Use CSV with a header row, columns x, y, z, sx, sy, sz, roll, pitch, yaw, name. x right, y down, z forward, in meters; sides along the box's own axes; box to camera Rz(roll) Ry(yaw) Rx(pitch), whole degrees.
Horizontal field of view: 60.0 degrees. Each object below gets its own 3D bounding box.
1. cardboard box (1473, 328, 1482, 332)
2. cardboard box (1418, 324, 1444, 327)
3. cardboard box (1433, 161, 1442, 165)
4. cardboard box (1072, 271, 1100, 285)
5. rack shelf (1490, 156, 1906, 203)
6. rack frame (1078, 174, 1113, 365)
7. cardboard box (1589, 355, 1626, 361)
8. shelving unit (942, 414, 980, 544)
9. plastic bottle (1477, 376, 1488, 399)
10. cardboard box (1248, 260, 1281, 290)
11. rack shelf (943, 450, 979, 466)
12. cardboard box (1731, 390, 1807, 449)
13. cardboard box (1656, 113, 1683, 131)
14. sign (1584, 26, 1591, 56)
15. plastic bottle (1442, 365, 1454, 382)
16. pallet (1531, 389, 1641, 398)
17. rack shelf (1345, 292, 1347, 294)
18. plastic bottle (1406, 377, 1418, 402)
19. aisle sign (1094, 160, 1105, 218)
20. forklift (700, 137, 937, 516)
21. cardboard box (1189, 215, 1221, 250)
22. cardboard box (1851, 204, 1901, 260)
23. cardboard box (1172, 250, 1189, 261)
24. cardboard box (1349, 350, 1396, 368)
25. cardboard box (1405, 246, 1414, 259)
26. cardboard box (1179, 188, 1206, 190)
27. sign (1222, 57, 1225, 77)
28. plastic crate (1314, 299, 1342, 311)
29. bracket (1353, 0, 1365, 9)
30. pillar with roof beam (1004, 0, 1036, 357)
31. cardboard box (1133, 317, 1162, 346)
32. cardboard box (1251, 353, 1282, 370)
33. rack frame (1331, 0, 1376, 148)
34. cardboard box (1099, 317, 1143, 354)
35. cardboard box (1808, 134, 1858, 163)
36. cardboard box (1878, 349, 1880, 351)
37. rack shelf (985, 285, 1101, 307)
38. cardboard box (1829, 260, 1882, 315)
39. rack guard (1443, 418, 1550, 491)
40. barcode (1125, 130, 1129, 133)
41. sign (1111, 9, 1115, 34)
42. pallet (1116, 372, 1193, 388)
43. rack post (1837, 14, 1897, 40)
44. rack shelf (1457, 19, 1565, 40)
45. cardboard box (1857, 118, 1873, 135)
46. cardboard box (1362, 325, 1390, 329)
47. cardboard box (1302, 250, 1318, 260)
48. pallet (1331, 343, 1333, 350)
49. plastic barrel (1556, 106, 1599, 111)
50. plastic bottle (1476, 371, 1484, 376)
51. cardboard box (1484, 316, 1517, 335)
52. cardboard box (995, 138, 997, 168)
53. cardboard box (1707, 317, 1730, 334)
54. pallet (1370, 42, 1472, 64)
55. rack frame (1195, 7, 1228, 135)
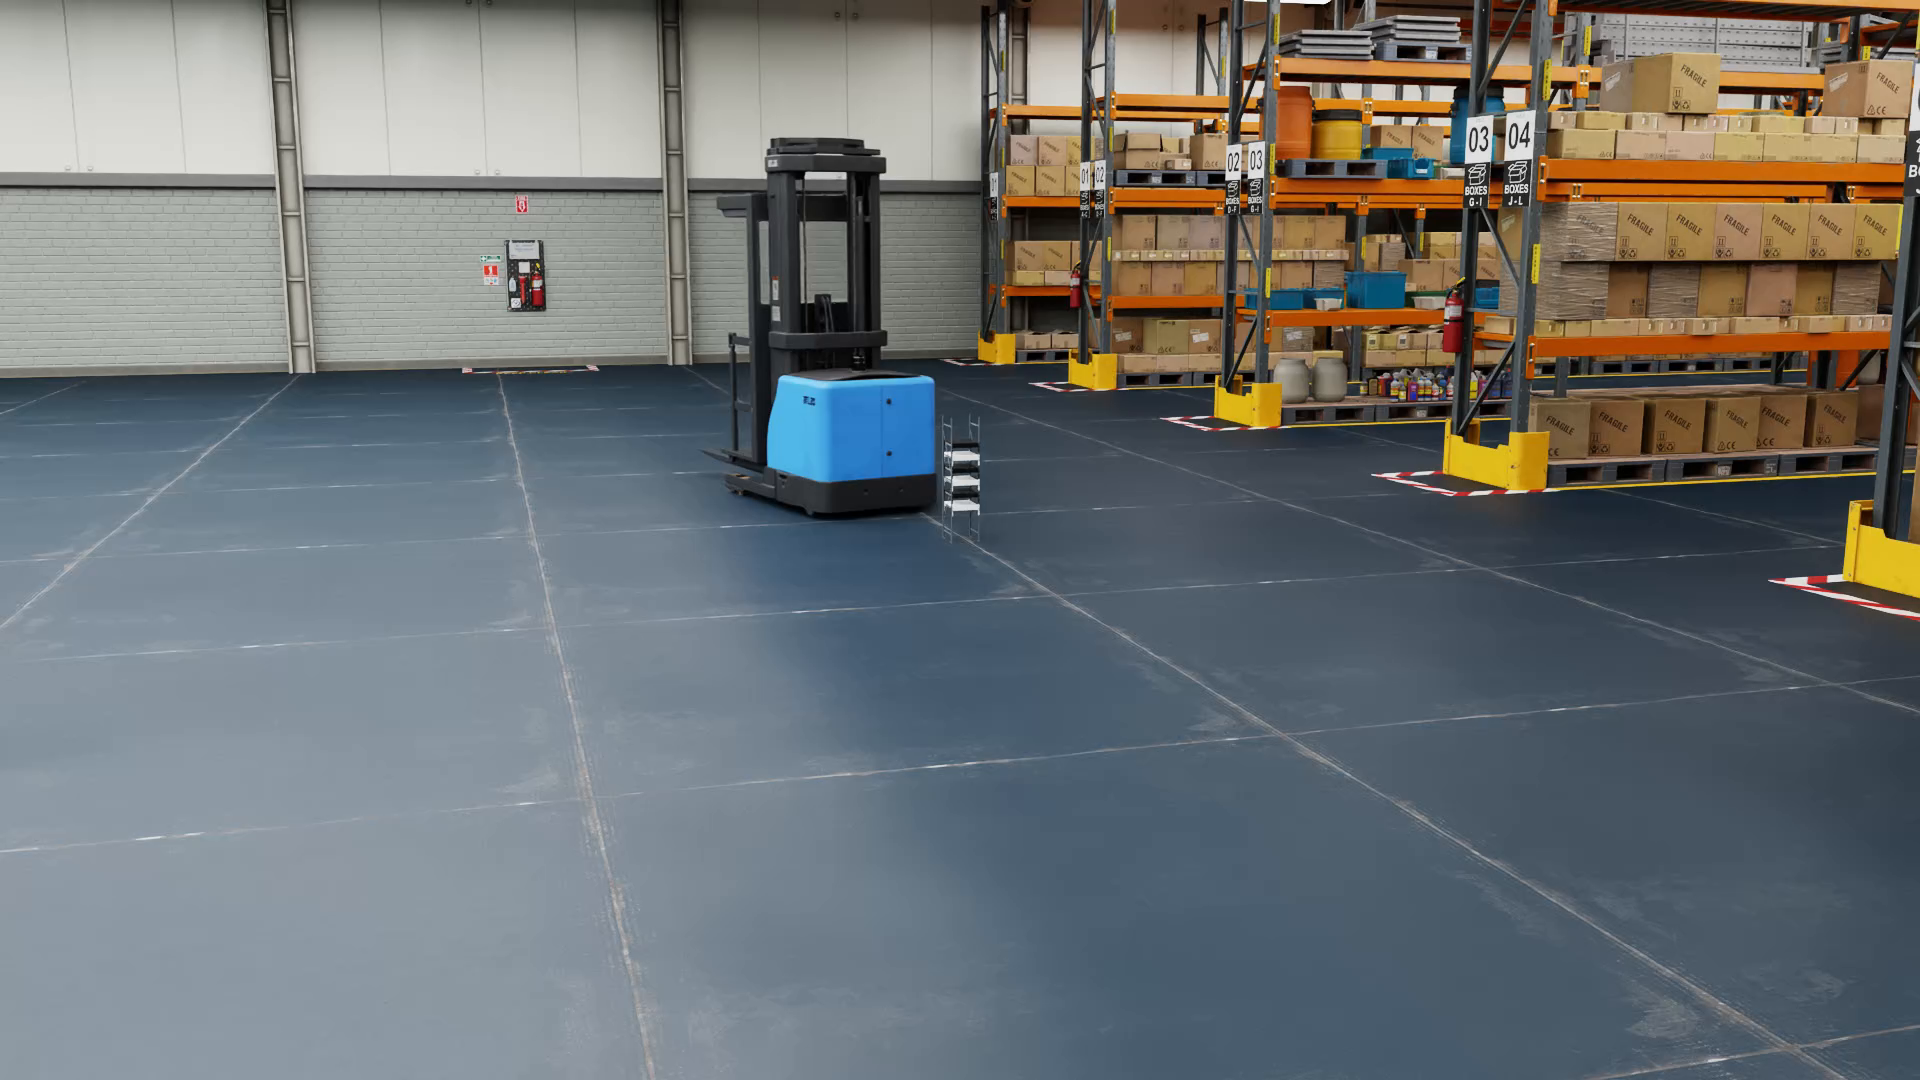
x,y,z,sx,sy,sz,roll,pitch,yaw,name
7.733,-3.115,25.568,0.500,0.311,0.500,-3,11,-14,cardboard box
8.986,-4.157,31.117,0.750,0.750,0.750,-3,11,-17,cardboard box
6.911,-5.595,25.124,0.500,0.250,0.500,-4,11,-21,cardboard box
2.104,-4.547,28.820,0.500,0.250,0.500,-3,11,-17,cardboard box
6.636,-3.227,14.995,4.000,0.370,1.077,-3,11,-16,rack shelf
1.950,-3.727,24.007,0.127,3.000,1.000,-3,11,-16,rack frame
10.148,-3.092,26.247,0.500,0.500,0.500,-3,11,-14,cardboard box
0.008,-0.443,11.967,0.210,0.900,0.258,-3,11,-16,shelving unit
6.305,-1.841,20.048,0.133,0.283,0.061,-2,11,-12,plastic bottle
4.379,-3.903,24.684,0.500,0.500,0.700,-3,11,-15,cardboard box
0.008,-0.587,11.941,0.200,0.077,0.258,-3,11,-16,rack shelf
7.613,-1.141,15.702,0.500,0.500,0.500,0,10,2,cardboard box
6.044,-3.619,14.451,0.250,0.149,0.380,-3,11,-16,cardboard box
7.315,-5.820,19.381,0.005,0.325,0.100,-3,11,-16,sign
6.099,-2.004,20.746,0.185,0.351,0.144,-4,11,-18,plastic bottle
7.915,-1.743,20.933,1.213,0.211,1.003,-3,11,-16,pallet
7.711,-3.677,25.721,4.000,0.370,1.077,-3,11,-16,rack shelf
5.381,-1.792,19.783,0.133,0.283,0.061,-3,11,-15,plastic bottle
1.973,-4.949,23.464,0.004,0.787,0.394,-3,11,-16,aisle sign
-1.359,-1.855,14.025,1.130,2.935,3.031,-6,12,-30,forklift
3.440,-4.492,24.300,0.500,0.500,0.700,-3,11,-16,cardboard box
8.201,-2.824,15.241,0.500,0.500,0.500,-3,11,-16,cardboard box
3.122,-4.116,24.053,0.250,0.149,0.380,-3,11,-17,cardboard box
6.247,-2.761,25.194,0.500,0.250,0.500,-3,11,-17,cardboard box
8.623,-5.268,31.223,0.500,0.500,0.500,-3,11,-16,cardboard box
3.984,-6.256,29.127,0.500,0.500,0.500,-3,11,-14,cardboard box
4.536,-8.144,28.630,0.005,0.325,0.100,-3,11,-16,sign
4.280,-2.725,19.294,0.250,0.136,0.298,-3,11,-16,plastic crate
7.251,-9.757,30.252,0.430,0.232,0.235,-3,11,-16,bracket
2.195,-6.976,25.084,0.548,9.000,9.100,-3,11,-16,pillar with roof beam
3.417,-3.718,29.646,0.500,0.500,0.500,-4,11,-20,cardboard box
4.448,-2.671,24.704,0.500,0.250,0.500,-3,11,-16,cardboard box
5.791,-6.880,24.563,0.127,3.000,1.000,-3,11,-16,rack frame
2.382,-3.029,24.578,0.500,0.500,0.500,-3,11,-16,cardboard box
7.687,-3.516,14.987,0.500,0.250,0.500,-3,11,-15,cardboard box
15.274,-3.419,28.013,0.637,0.503,0.797,-3,11,-16,cardboard box
2.482,-4.335,29.298,4.000,0.370,1.077,-3,11,-16,rack shelf
8.106,-2.391,15.650,0.500,0.500,0.875,-3,11,-16,cardboard box
4.788,-0.779,14.898,0.348,0.500,1.175,-3,11,-16,rack guard
2.948,-7.204,29.363,0.075,0.075,0.001,-3,11,-16,barcode
2.099,-7.118,22.839,0.005,0.325,0.100,-3,11,-16,sign
2.673,-2.402,24.509,1.213,0.211,1.003,-3,11,-16,pallet
11.733,-6.531,21.244,0.986,0.289,0.624,-3,11,-16,rack post
10.163,-9.325,30.653,4.000,0.370,1.077,-3,11,-16,rack shelf
8.042,-3.740,15.107,0.250,0.149,0.380,-3,11,-15,cardboard box
7.566,-3.934,30.822,0.500,0.500,0.700,-3,11,-15,cardboard box
5.101,-4.221,24.621,0.250,0.149,0.380,-3,11,-18,cardboard box
6.323,-3.521,30.590,1.213,0.211,1.003,-3,11,-16,pallet
7.599,-4.853,20.456,0.708,0.901,0.600,-3,11,-16,plastic barrel
6.471,-1.969,20.745,0.133,0.283,0.061,-3,11,-16,plastic bottle
4.931,-1.931,14.947,0.250,0.149,0.380,-3,11,-16,cardboard box
0.903,-6.681,28.676,0.500,0.500,0.500,-3,11,-13,cardboard box
6.726,-1.949,15.042,0.250,0.149,0.380,-3,11,-16,cardboard box
5.214,-5.620,19.346,1.213,0.211,1.003,-3,11,-16,pallet
4.402,-7.741,29.240,0.127,3.000,1.000,-3,11,-16,rack frame
